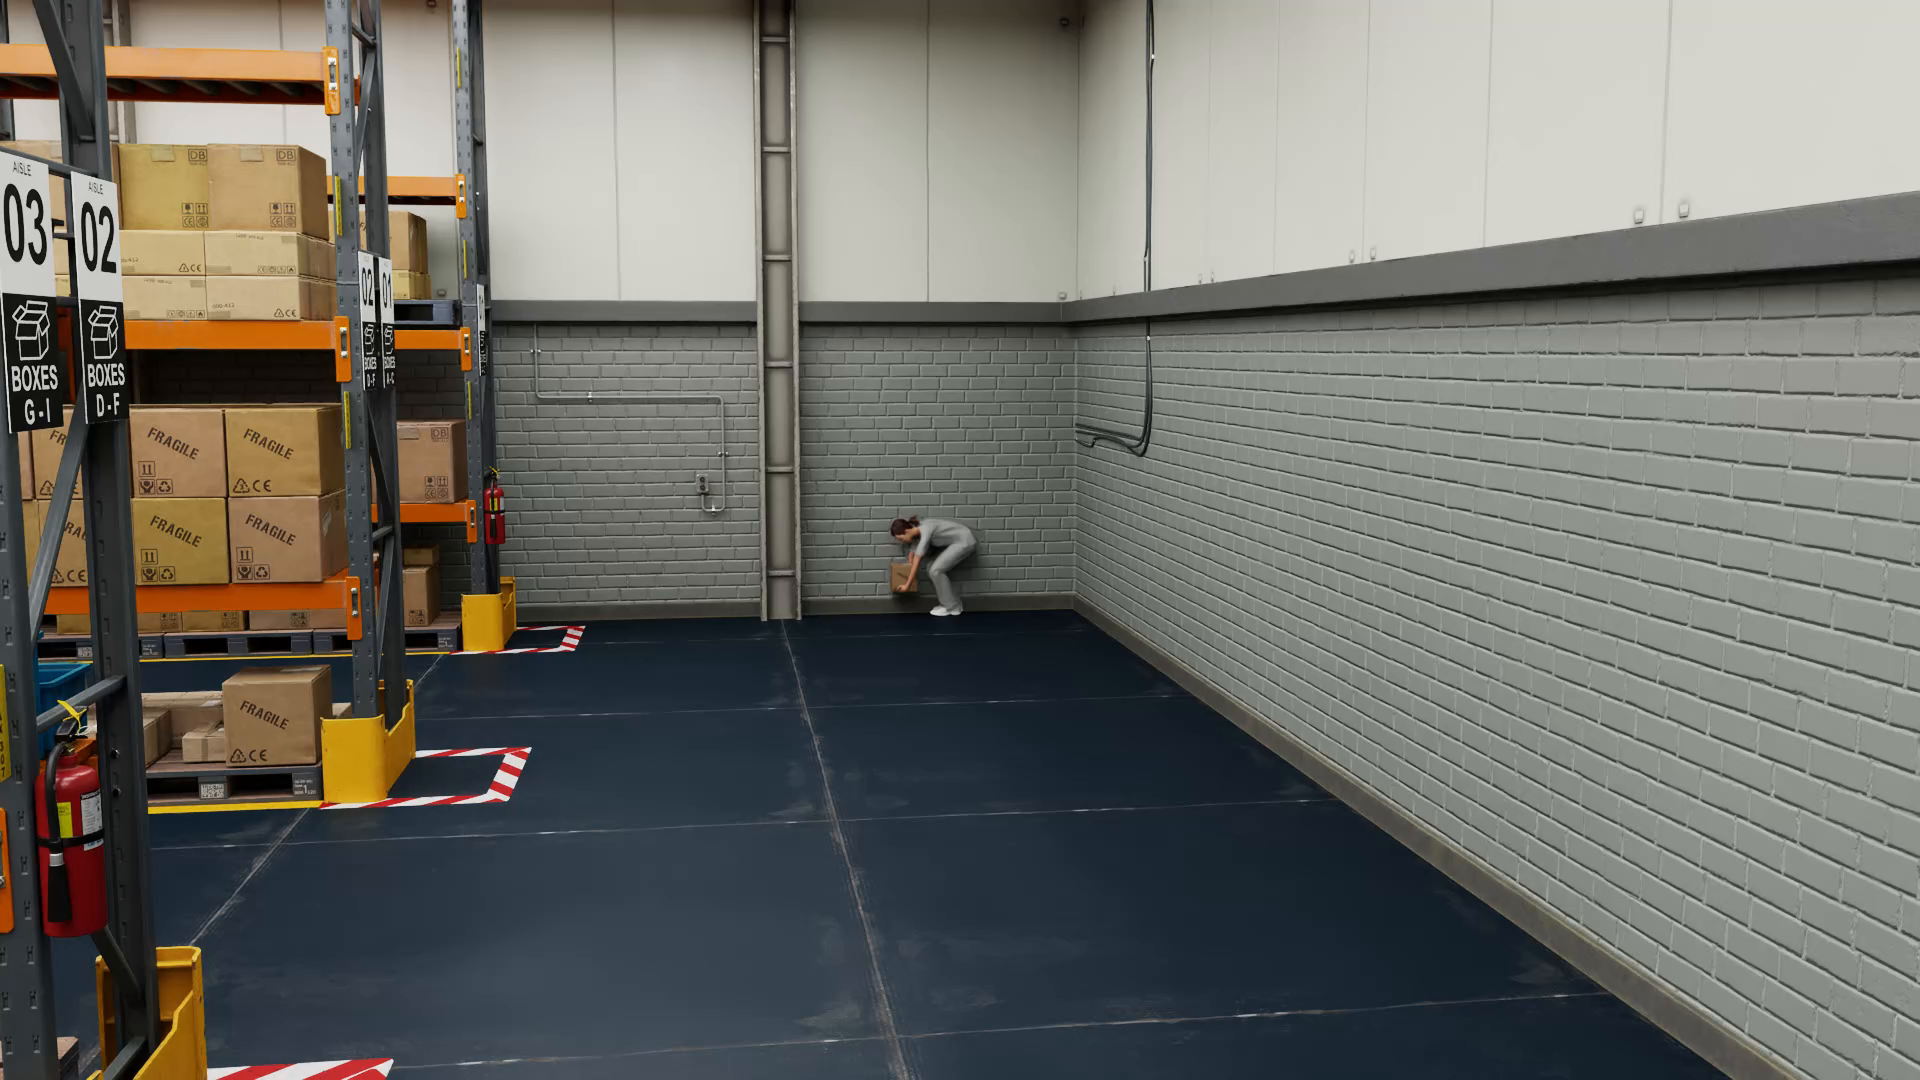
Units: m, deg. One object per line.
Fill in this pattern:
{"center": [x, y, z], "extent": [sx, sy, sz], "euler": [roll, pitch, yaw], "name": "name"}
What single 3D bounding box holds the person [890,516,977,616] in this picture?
{"center": [-0.267, 0.257, 16.591], "extent": [0.867, 0.984, 0.457], "euler": [-1, 7, -11], "name": "person"}
